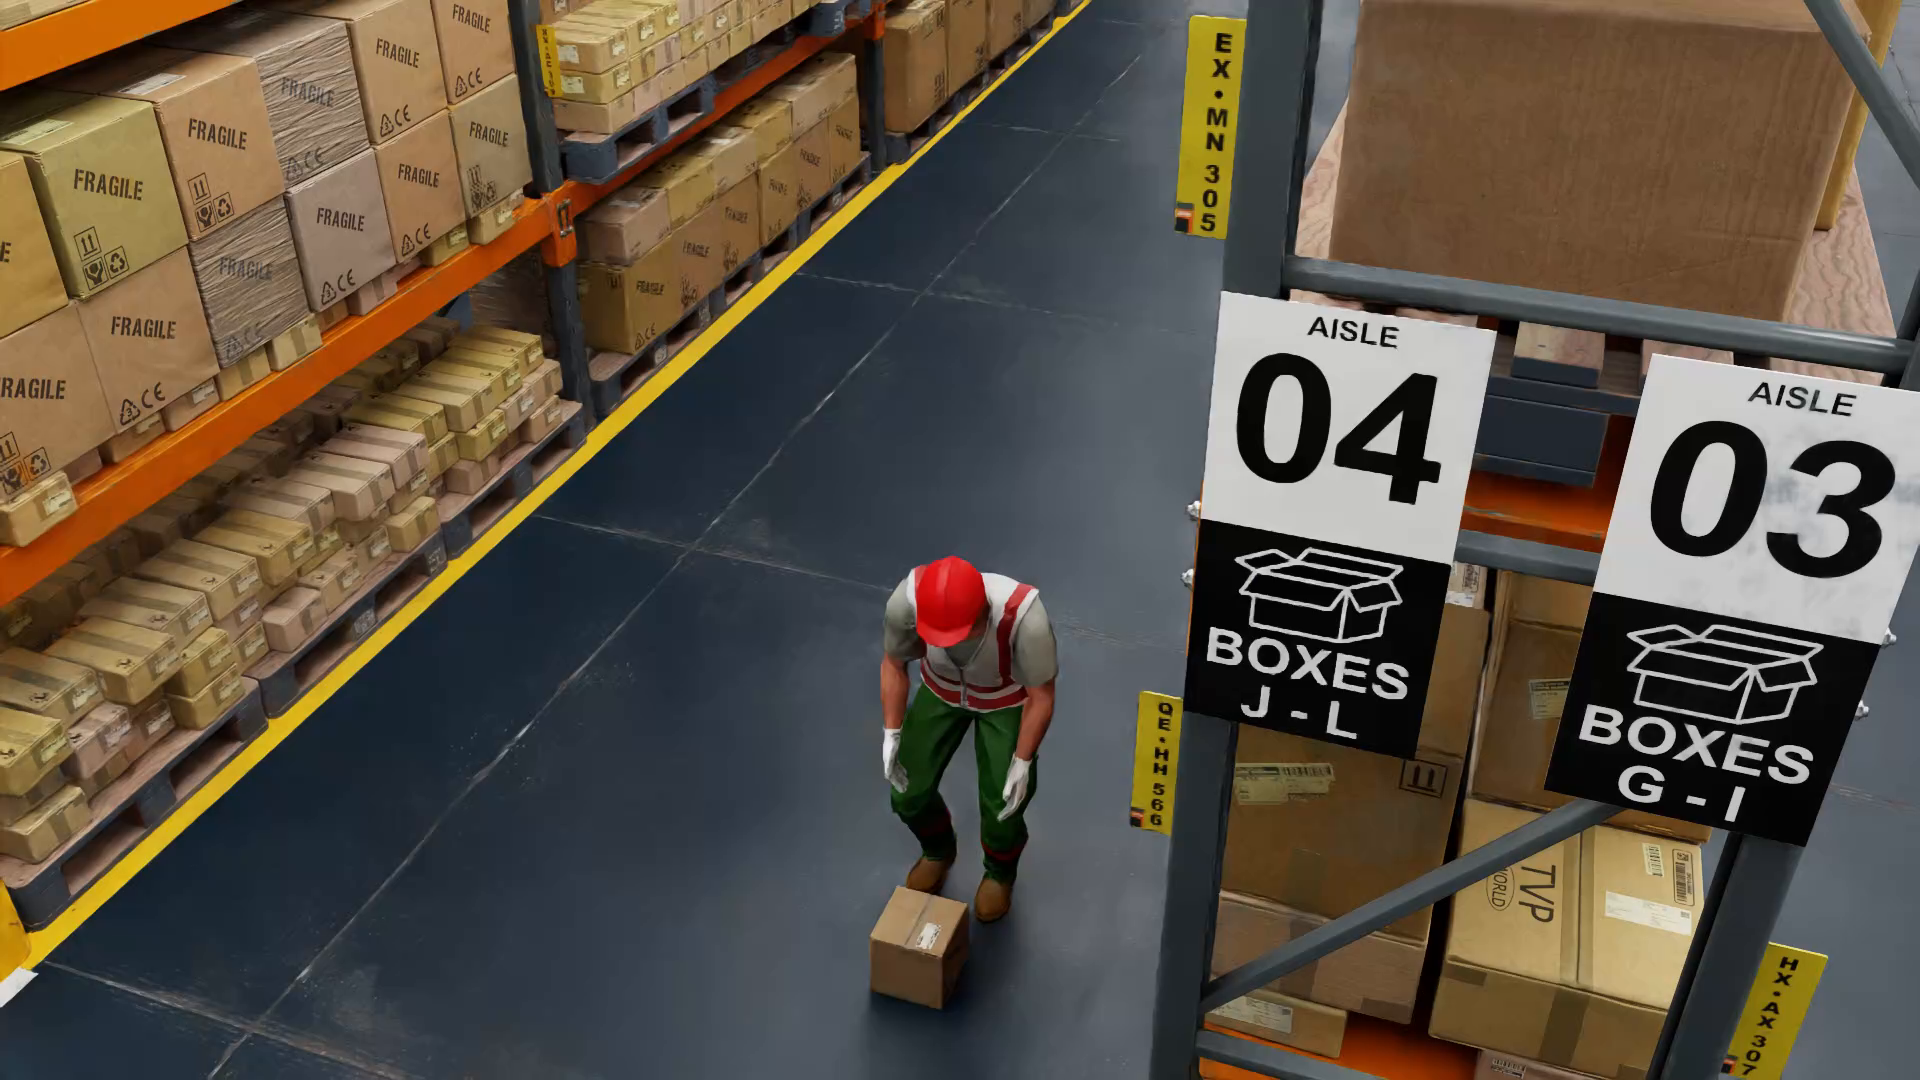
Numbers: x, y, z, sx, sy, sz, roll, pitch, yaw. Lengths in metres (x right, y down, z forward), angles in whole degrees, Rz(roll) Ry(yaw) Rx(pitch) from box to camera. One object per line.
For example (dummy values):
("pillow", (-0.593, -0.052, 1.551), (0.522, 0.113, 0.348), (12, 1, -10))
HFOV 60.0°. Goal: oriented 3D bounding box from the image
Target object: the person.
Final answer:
("person", (4.975, -1.604, 8.834), (7.045, 1.526, 11.702), (11, 35, 17))
